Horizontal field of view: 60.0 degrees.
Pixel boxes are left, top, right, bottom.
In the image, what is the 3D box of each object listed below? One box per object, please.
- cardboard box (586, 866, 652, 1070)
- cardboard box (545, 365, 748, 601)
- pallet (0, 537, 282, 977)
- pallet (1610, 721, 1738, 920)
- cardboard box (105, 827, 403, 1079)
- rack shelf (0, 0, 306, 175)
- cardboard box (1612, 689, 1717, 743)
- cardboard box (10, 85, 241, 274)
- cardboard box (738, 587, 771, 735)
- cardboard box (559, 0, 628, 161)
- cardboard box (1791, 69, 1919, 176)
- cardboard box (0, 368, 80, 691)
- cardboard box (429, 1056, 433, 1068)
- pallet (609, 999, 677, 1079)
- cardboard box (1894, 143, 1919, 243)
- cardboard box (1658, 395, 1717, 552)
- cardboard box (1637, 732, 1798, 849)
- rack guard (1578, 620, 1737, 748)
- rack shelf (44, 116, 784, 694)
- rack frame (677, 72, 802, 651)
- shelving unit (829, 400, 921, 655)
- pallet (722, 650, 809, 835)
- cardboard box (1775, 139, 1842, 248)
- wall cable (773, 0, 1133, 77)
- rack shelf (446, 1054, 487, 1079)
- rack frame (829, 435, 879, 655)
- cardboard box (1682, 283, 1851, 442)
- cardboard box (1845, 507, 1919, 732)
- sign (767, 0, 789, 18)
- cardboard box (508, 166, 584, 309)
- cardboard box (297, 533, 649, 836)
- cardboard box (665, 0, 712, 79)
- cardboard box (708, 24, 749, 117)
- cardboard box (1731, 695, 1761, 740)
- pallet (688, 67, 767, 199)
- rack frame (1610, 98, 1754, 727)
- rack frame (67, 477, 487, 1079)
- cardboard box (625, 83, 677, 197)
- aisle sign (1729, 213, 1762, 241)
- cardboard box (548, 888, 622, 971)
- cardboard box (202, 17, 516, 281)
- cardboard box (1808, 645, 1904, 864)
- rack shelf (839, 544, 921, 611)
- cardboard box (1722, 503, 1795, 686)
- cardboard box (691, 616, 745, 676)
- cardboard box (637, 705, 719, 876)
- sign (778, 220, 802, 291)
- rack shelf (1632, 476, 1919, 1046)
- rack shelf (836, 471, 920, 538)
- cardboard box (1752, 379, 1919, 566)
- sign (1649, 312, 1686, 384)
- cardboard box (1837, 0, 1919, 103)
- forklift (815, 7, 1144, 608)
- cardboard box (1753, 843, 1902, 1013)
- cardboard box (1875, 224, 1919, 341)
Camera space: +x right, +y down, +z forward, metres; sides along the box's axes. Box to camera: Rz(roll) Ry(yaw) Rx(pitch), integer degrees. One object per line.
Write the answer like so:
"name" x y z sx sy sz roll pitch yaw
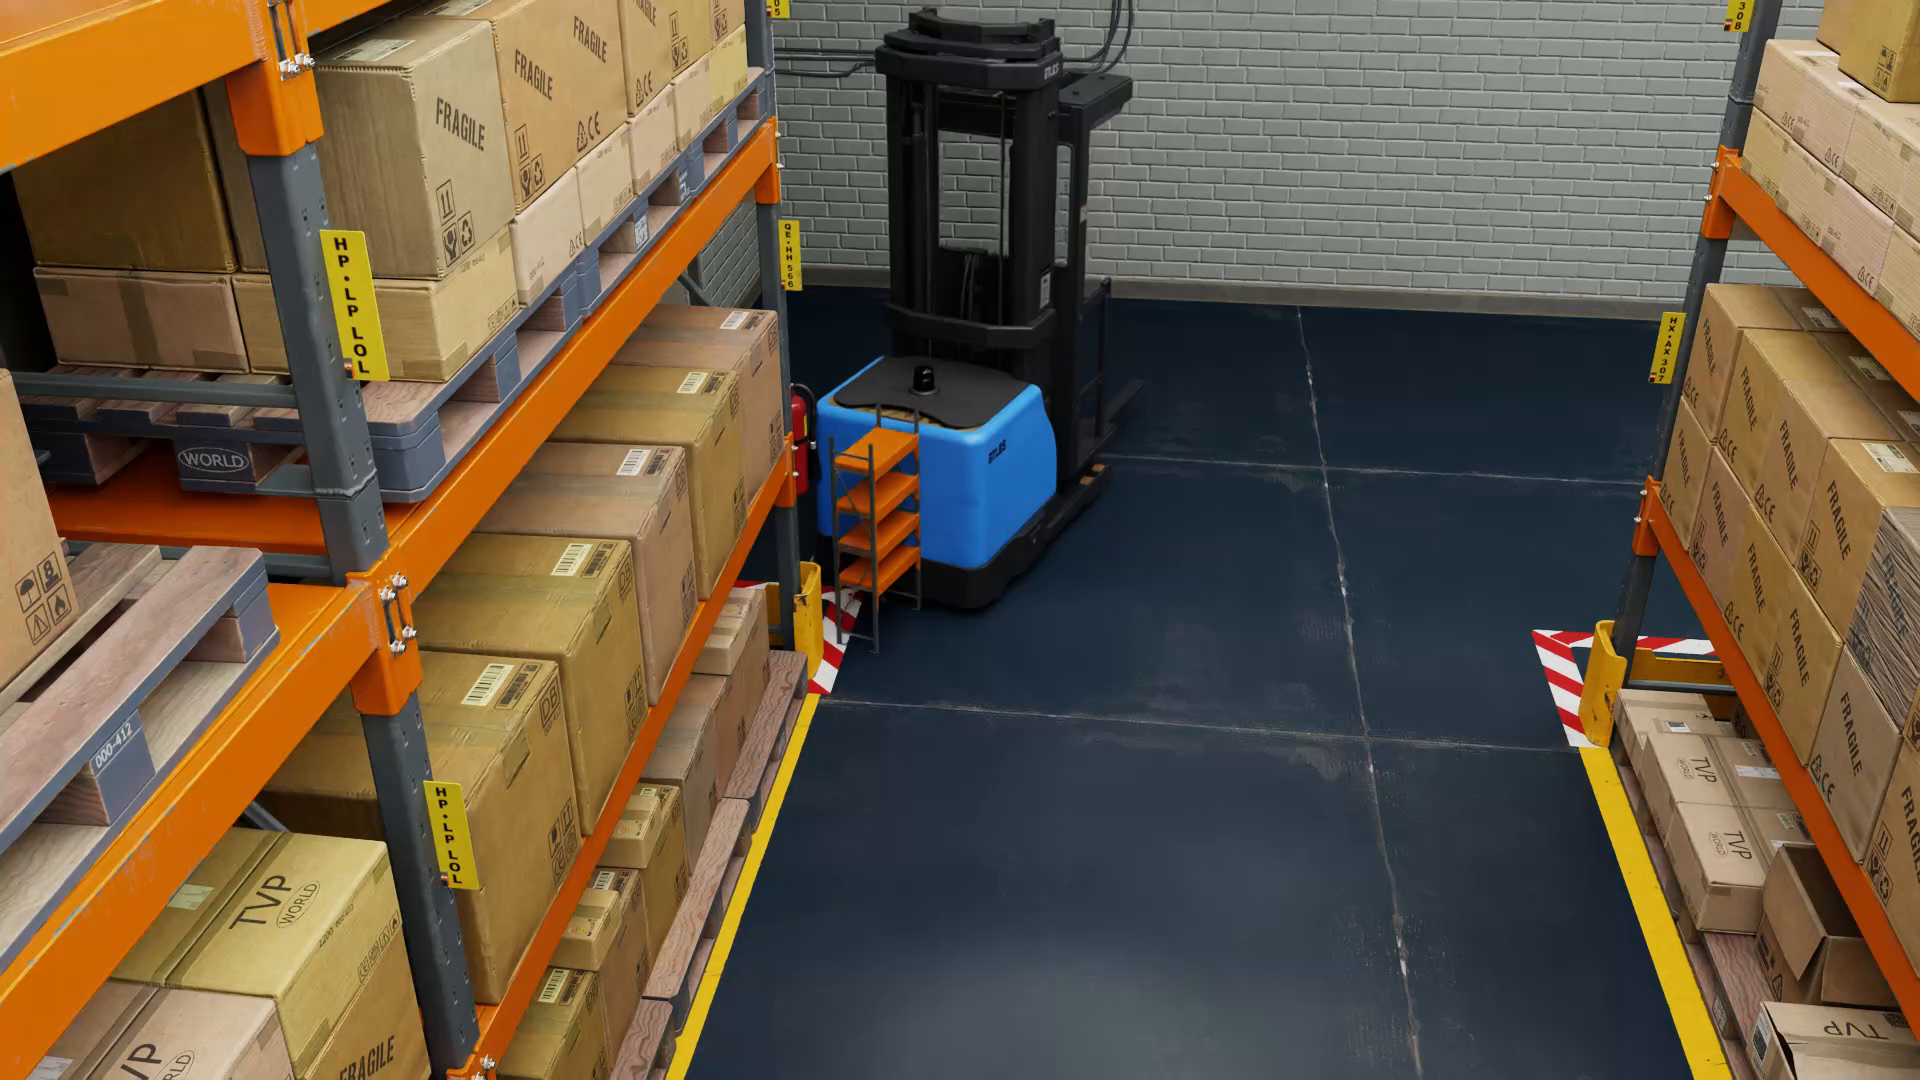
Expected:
"cardboard box" -1.537 1.511 5.976 0.700 0.500 0.500 3 28 6
"cardboard box" -1.436 -0.254 6.742 0.980 0.700 0.700 3 28 6
"pallet" -1.859 0.376 2.929 0.805 0.209 1.217 2 28 4
"pallet" 3.506 1.220 7.264 1.003 0.211 1.213 3 28 6
"cardboard box" -1.599 0.898 3.689 0.500 0.250 0.500 4 29 7
"rack shelf" -2.040 -0.029 1.497 1.077 0.370 4.000 3 28 6
"cardboard box" 3.219 0.819 7.609 0.380 0.149 0.250 3 28 6
"cardboard box" -1.941 -0.978 4.060 0.500 0.500 0.500 3 28 6
"cardboard box" -1.292 0.545 7.768 0.700 0.500 0.500 3 28 6
"cardboard box" -1.318 -1.431 4.899 0.500 0.500 0.500 4 29 7
"cardboard box" 3.222 -1.432 5.714 0.500 0.250 0.500 3 28 6
"cardboard box" -2.012 0.027 2.805 0.700 0.500 0.500 2 28 3
"cardboard box" -1.817 1.518 5.278 0.380 0.149 0.250 3 28 6
"pallet" -1.624 2.052 5.719 1.003 0.211 1.213 3 28 6
"cardboard box" 3.102 -0.961 4.840 0.500 0.250 0.500 3 28 6
"cardboard box" 3.296 -0.270 6.983 0.500 0.500 0.500 4 29 7
"cardboard box" 3.202 1.072 7.032 0.500 0.250 0.500 3 28 6
"rack guard" 3.602 0.717 7.892 1.175 0.500 0.348 3 28 6
"rack shelf" -1.550 -0.768 5.608 1.077 0.370 4.000 3 28 6
"rack frame" -1.305 -0.705 7.897 1.000 3.000 0.127 3 28 6
"shelving unit" -0.427 -0.062 8.600 0.258 1.200 0.503 13 31 22
"pallet" -1.325 0.903 7.851 1.003 0.211 1.213 3 28 6
"cardboard box" 3.222 -1.212 5.833 0.500 0.250 0.500 3 28 6
"wall cable" -0.257 -4.621 12.114 3.097 2.526 0.112 3 28 6
"rack shelf" -2.040 2.436 2.825 1.077 0.370 4.000 3 28 6
"rack frame" -0.533 0.042 8.407 0.240 1.200 0.015 13 31 22
"cardboard box" 3.296 -0.710 6.746 0.500 0.500 0.500 4 29 8
"cardboard box" 3.049 0.248 4.968 0.500 0.500 0.500 4 29 7
"sign" -0.768 -2.343 6.923 0.100 0.325 0.005 3 28 6
"cardboard box" -1.372 -0.855 4.622 0.500 0.250 0.500 3 28 5
"cardboard box" -1.618 0.448 5.440 0.980 0.700 0.700 3 28 5
"cardboard box" -1.196 -1.924 5.815 0.500 0.500 0.500 4 29 8
"cardboard box" -1.131 -1.829 6.429 0.500 0.250 0.500 4 29 8
"cardboard box" 3.790 0.758 7.353 0.500 0.500 0.500 3 28 6
"pallet" -1.386 -1.637 6.557 1.003 0.211 1.213 3 28 6
"rack frame" 3.612 -0.419 7.366 1.000 3.000 0.127 3 28 6
"rack frame" -1.795 1.177 4.402 1.000 3.000 0.127 3 28 6
"cardboard box" -1.253 -1.338 5.519 0.500 0.250 0.500 3 28 5
"aisle sign" 3.329 -1.613 6.840 0.394 0.787 0.004 3 28 6
"cardboard box" -1.379 1.311 5.663 0.380 0.149 0.250 4 29 8
"cardboard box" -1.430 -0.955 4.017 0.500 0.500 0.500 3 28 6
"cardboard box" 3.051 0.685 5.211 0.500 0.500 0.500 4 29 7
"rack shelf" -0.427 0.172 8.726 0.258 0.148 0.480 13 31 22
"cardboard box" 3.173 0.209 6.093 0.500 0.500 0.500 3 28 6
"cardboard box" -1.157 0.451 7.259 0.380 0.149 0.250 4 29 8
"cardboard box" -1.414 1.018 6.891 0.700 0.500 0.500 2 28 5
"sign" -0.768 -1.281 7.495 0.100 0.325 0.005 3 28 6
"rack shelf" 3.367 0.839 5.789 1.077 0.370 4.000 3 28 6
"rack shelf" -0.427 -0.200 8.526 0.258 0.148 0.480 13 31 22
"cardboard box" 3.173 -0.228 5.851 0.500 0.500 0.500 4 29 7
"sign" 3.073 -0.832 7.219 0.100 0.325 0.005 3 28 6
"cardboard box" 3.420 -1.751 5.515 0.700 0.500 0.500 3 28 6
"forklift" 0.292 -1.597 9.624 1.130 2.935 3.031 13 31 22
"cardboard box" 3.347 1.484 6.001 0.797 0.503 0.637 3 28 6
"cardboard box" 3.108 -0.741 4.958 0.500 0.250 0.500 3 28 6
